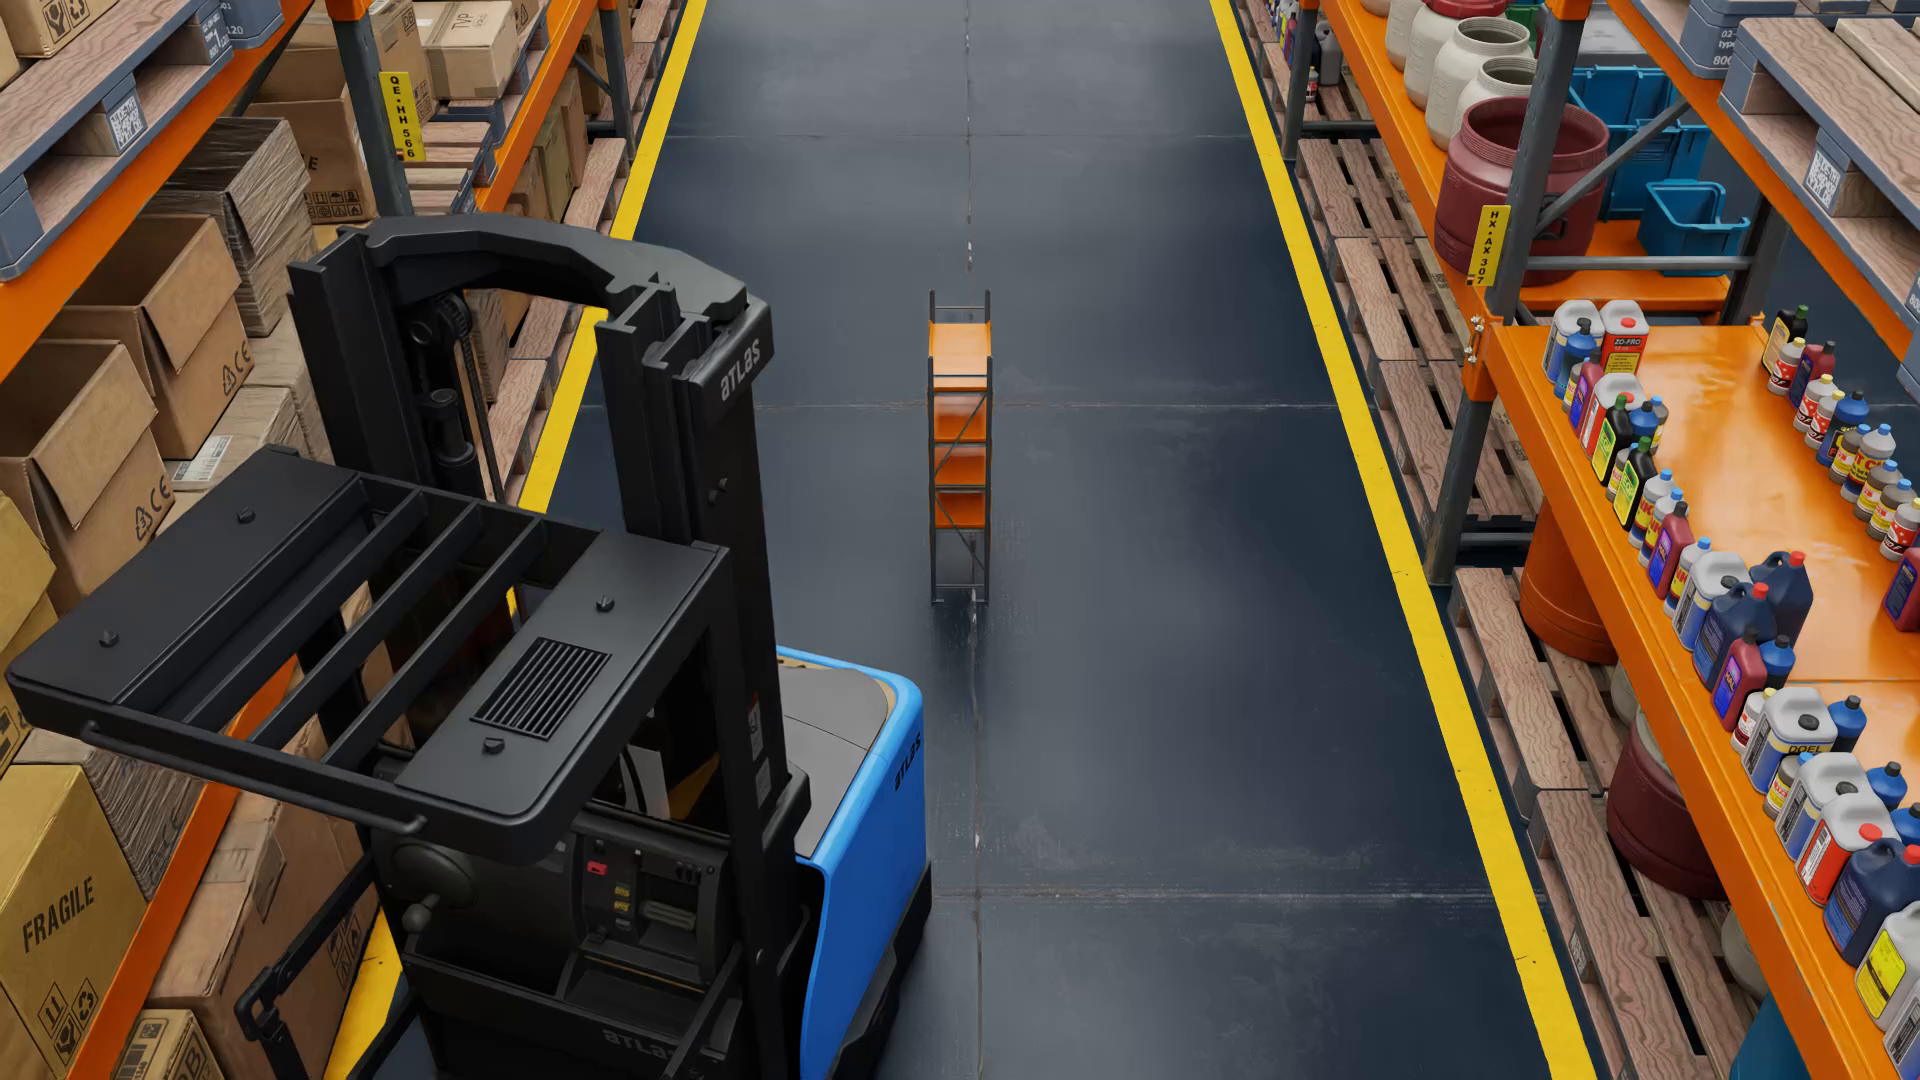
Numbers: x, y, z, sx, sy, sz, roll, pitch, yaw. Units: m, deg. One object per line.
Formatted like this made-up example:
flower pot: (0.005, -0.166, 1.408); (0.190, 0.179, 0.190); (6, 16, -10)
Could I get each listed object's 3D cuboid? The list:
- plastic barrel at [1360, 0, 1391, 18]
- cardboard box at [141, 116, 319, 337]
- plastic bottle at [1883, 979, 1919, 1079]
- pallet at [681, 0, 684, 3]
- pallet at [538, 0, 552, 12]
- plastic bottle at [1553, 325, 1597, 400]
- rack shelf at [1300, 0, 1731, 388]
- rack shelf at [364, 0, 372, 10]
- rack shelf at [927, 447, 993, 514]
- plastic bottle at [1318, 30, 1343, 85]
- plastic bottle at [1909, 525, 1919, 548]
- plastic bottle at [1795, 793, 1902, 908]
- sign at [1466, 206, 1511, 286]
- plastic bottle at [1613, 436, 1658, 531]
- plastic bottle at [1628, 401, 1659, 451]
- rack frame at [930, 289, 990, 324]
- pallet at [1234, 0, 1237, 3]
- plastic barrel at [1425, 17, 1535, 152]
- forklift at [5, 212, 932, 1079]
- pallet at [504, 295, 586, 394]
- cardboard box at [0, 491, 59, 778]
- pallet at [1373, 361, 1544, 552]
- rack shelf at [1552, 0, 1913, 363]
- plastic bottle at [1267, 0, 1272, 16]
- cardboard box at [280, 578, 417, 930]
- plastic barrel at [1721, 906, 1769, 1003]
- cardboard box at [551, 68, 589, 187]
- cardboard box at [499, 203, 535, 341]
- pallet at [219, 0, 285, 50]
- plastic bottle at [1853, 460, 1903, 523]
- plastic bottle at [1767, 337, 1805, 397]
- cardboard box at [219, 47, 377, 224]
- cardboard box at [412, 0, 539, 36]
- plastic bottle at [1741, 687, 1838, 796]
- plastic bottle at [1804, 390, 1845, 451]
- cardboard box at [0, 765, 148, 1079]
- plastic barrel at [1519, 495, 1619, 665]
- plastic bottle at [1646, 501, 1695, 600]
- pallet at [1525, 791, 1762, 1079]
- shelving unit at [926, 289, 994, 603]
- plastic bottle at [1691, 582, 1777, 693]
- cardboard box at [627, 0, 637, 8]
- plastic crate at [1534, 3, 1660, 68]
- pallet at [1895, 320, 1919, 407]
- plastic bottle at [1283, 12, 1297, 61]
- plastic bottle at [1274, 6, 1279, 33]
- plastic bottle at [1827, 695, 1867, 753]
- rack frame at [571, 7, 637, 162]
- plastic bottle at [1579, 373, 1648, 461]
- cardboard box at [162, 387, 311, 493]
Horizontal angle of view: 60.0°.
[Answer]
plastic barrel: (2.250, -2.966, 8.444); (0.433, 0.535, 0.433); (0, 39, 0)
cardboard box: (-2.496, -0.980, 5.192); (0.797, 0.503, 0.637); (1, 39, 1)
plastic bottle: (2.153, 1.065, 3.622); (0.152, 0.276, 0.135); (0, 39, 0)
pallet: (-2.524, -4.366, 12.529); (1.003, 0.211, 1.213); (0, 39, 0)
pallet: (-2.629, -2.955, 8.692); (1.003, 0.211, 1.213); (0, 39, 0)
plastic bottle: (2.123, -0.617, 5.724); (0.097, 0.271, 0.097); (0, 39, 0)
rack shelf: (2.470, -1.980, 7.898); (1.077, 0.370, 4.000); (0, 39, 0)
rack shelf: (-2.482, -3.147, 6.955); (1.077, 0.370, 4.000); (0, 39, 0)
rack shelf: (0.000, -0.312, 6.788); (0.258, 0.148, 0.480); (0, 39, 0)
plastic bottle: (2.323, -3.052, 10.427); (0.144, 0.351, 0.185); (0, 39, 0)
plastic bottle: (2.901, 0.003, 4.941); (0.061, 0.283, 0.133); (0, 39, 0)
plastic bottle: (2.153, 0.750, 4.015); (0.152, 0.276, 0.135); (0, 39, 0)
sign: (1.923, -1.069, 6.055); (0.100, 0.325, 0.005); (0, 39, 0)
plastic bottle: (2.105, -0.176, 5.165); (0.061, 0.283, 0.133); (0, 39, 0)
plastic bottle: (2.184, -0.327, 5.363); (0.097, 0.271, 0.097); (0, 39, 0)
rack frame: (0.000, -0.517, 6.936); (0.240, 1.200, 0.015); (0, 39, 0)
pallet: (2.506, -4.369, 12.533); (1.003, 0.211, 1.213); (0, 39, 0)
plastic barrel: (2.258, -1.960, 7.208); (0.421, 0.512, 0.421); (0, 39, 0)
forklift: (-1.062, 0.885, 3.802); (1.130, 2.935, 3.031); (12, 40, 15)
pallet: (-2.478, -1.168, 8.539); (1.003, 0.211, 1.213); (0, 39, 0)
cardboard box: (-2.474, 0.236, 3.675); (0.797, 0.503, 0.637); (0, 39, 0)
pallet: (2.511, -0.407, 7.589); (1.003, 0.211, 1.213); (0, 39, 0)
rack shelf: (2.475, -0.649, 3.838); (1.077, 0.370, 4.000); (0, 39, 0)
plastic bottle: (2.155, -3.709, 11.310); (0.097, 0.271, 0.097); (0, 39, 0)
cardboard box: (-2.507, 0.648, 5.406); (1.225, 0.875, 0.875); (0, 39, 0)
plastic barrel: (2.582, 1.162, 5.055); (0.421, 0.512, 0.421); (0, 39, 0)
cardboard box: (-2.506, -2.320, 9.394); (0.700, 0.500, 0.500); (-3, 39, -4)
cardboard box: (-2.522, -1.323, 8.150); (0.700, 0.500, 0.500); (3, 39, 4)
pallet: (-2.426, -1.701, 4.726); (1.213, 0.211, 1.003); (2, 39, 2)
plastic bottle: (2.883, -0.159, 5.209); (0.097, 0.201, 0.097); (0, 39, 0)
plastic bottle: (2.882, -0.608, 5.769); (0.097, 0.201, 0.097); (0, 39, 0)
cardboard box: (-2.521, -1.547, 6.366); (0.500, 0.500, 0.500); (-5, 39, -6)
cardboard box: (-2.390, -2.628, 7.713); (0.797, 0.503, 0.637); (4, 39, 5)
plastic bottle: (2.152, 0.520, 4.301); (0.152, 0.276, 0.135); (0, 39, 0)
plastic bottle: (2.882, -0.403, 5.513); (0.097, 0.201, 0.097); (0, 39, 0)
cardboard box: (-2.228, 0.854, 3.706); (0.500, 0.500, 0.500); (0, 39, 0)
plastic barrel: (2.490, -0.021, 6.278); (0.600, 0.830, 0.708); (0, 39, 0)
plastic bottle: (2.106, 0.029, 4.909); (0.061, 0.283, 0.133); (0, 39, 0)
pallet: (2.514, 1.332, 5.419); (1.003, 0.211, 1.213); (0, 39, 0)
shelving unit: (0.000, -0.365, 6.746); (0.258, 1.200, 0.503); (0, 39, 0)
plastic bottle: (2.148, 0.247, 4.583); (0.144, 0.351, 0.185); (0, 39, 0)
cardboard box: (-2.489, -4.042, 11.558); (0.500, 0.500, 0.500); (3, 39, 4)
plastic crate: (2.777, -2.046, 7.353); (0.402, 0.464, 0.583); (0, 39, 0)
pallet: (2.379, -0.096, 2.723); (1.213, 0.211, 1.003); (0, 39, 0)
plastic bottle: (2.137, -3.248, 10.724); (0.061, 0.283, 0.133); (2, 39, 3)
plastic bottle: (2.155, -3.491, 11.094); (0.097, 0.201, 0.097); (0, 39, 0)
plastic bottle: (2.277, 0.510, 4.317); (0.097, 0.271, 0.097); (0, 39, 0)
rack frame: (-2.485, -3.508, 9.229); (1.000, 3.000, 0.127); (0, 39, 0)
plastic bottle: (2.151, -0.402, 5.452); (0.152, 0.276, 0.135); (0, 39, 0)
cardboard box: (-2.233, -0.101, 4.897); (0.500, 0.500, 0.500); (-1, 39, -2)
